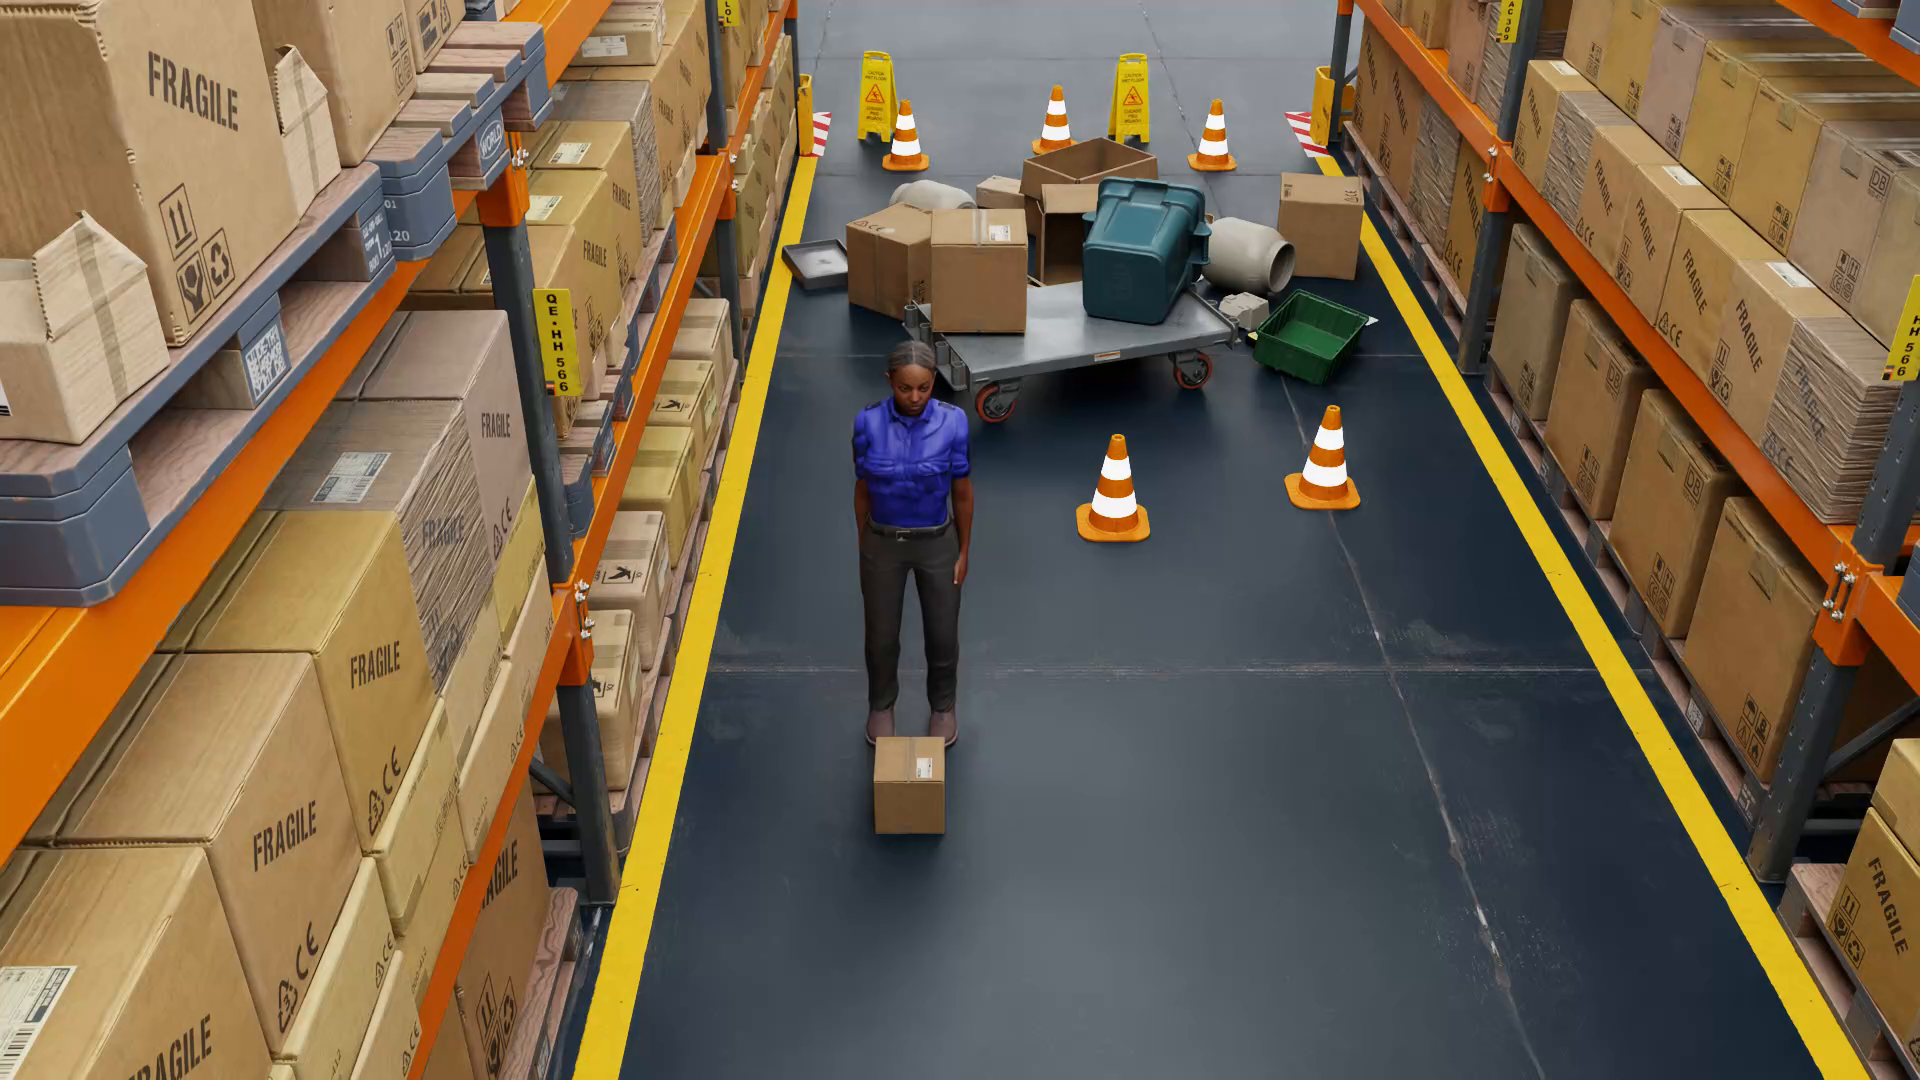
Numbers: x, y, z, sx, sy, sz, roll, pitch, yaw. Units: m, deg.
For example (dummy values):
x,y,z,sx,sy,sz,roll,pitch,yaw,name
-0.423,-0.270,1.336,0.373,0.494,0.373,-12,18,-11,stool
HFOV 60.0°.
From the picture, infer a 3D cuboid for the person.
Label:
x,y,z,sx,sy,sz,roll,pitch,yaw,name
-0.168,0.032,6.093,0.437,1.656,0.299,1,32,1,person
